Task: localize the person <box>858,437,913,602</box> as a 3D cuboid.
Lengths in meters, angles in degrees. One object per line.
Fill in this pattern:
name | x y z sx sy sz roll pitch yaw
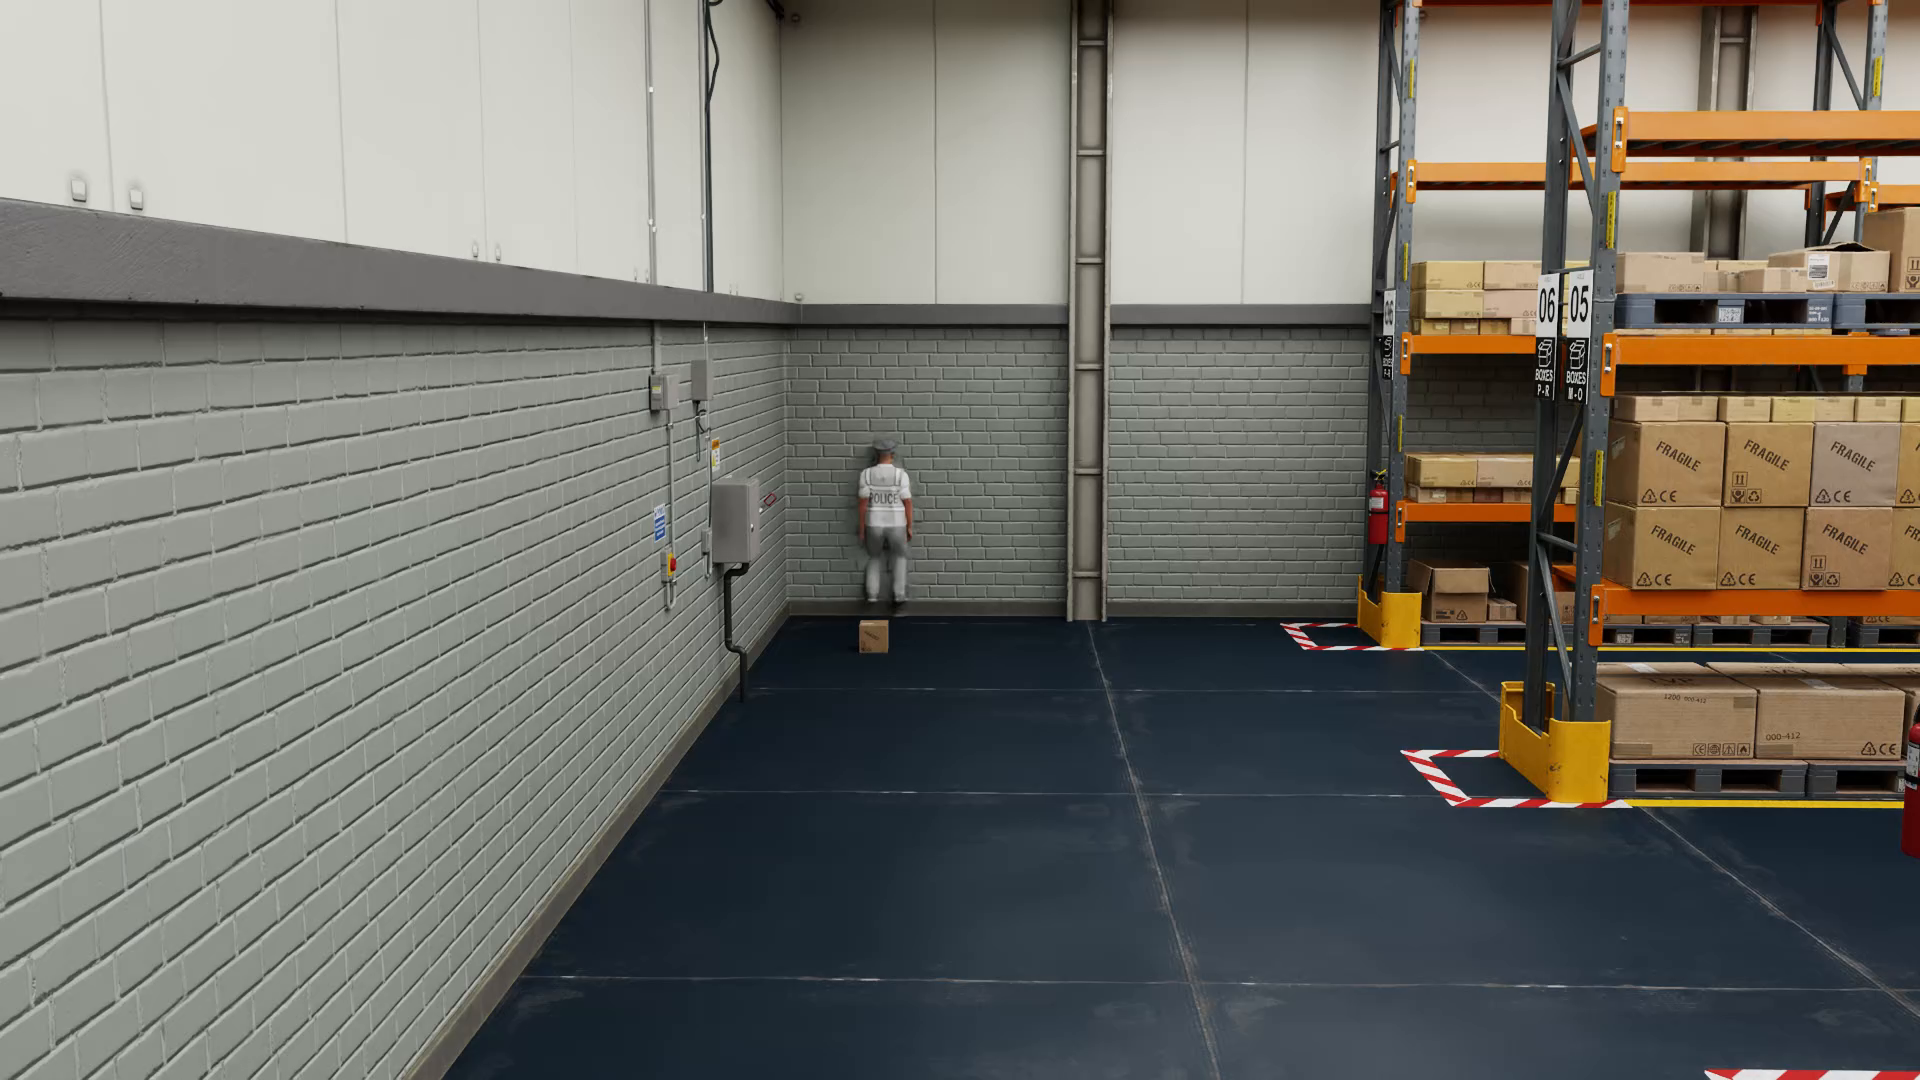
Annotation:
person | -0.729 -0.195 16.552 0.534 1.660 0.489 0 7 4
